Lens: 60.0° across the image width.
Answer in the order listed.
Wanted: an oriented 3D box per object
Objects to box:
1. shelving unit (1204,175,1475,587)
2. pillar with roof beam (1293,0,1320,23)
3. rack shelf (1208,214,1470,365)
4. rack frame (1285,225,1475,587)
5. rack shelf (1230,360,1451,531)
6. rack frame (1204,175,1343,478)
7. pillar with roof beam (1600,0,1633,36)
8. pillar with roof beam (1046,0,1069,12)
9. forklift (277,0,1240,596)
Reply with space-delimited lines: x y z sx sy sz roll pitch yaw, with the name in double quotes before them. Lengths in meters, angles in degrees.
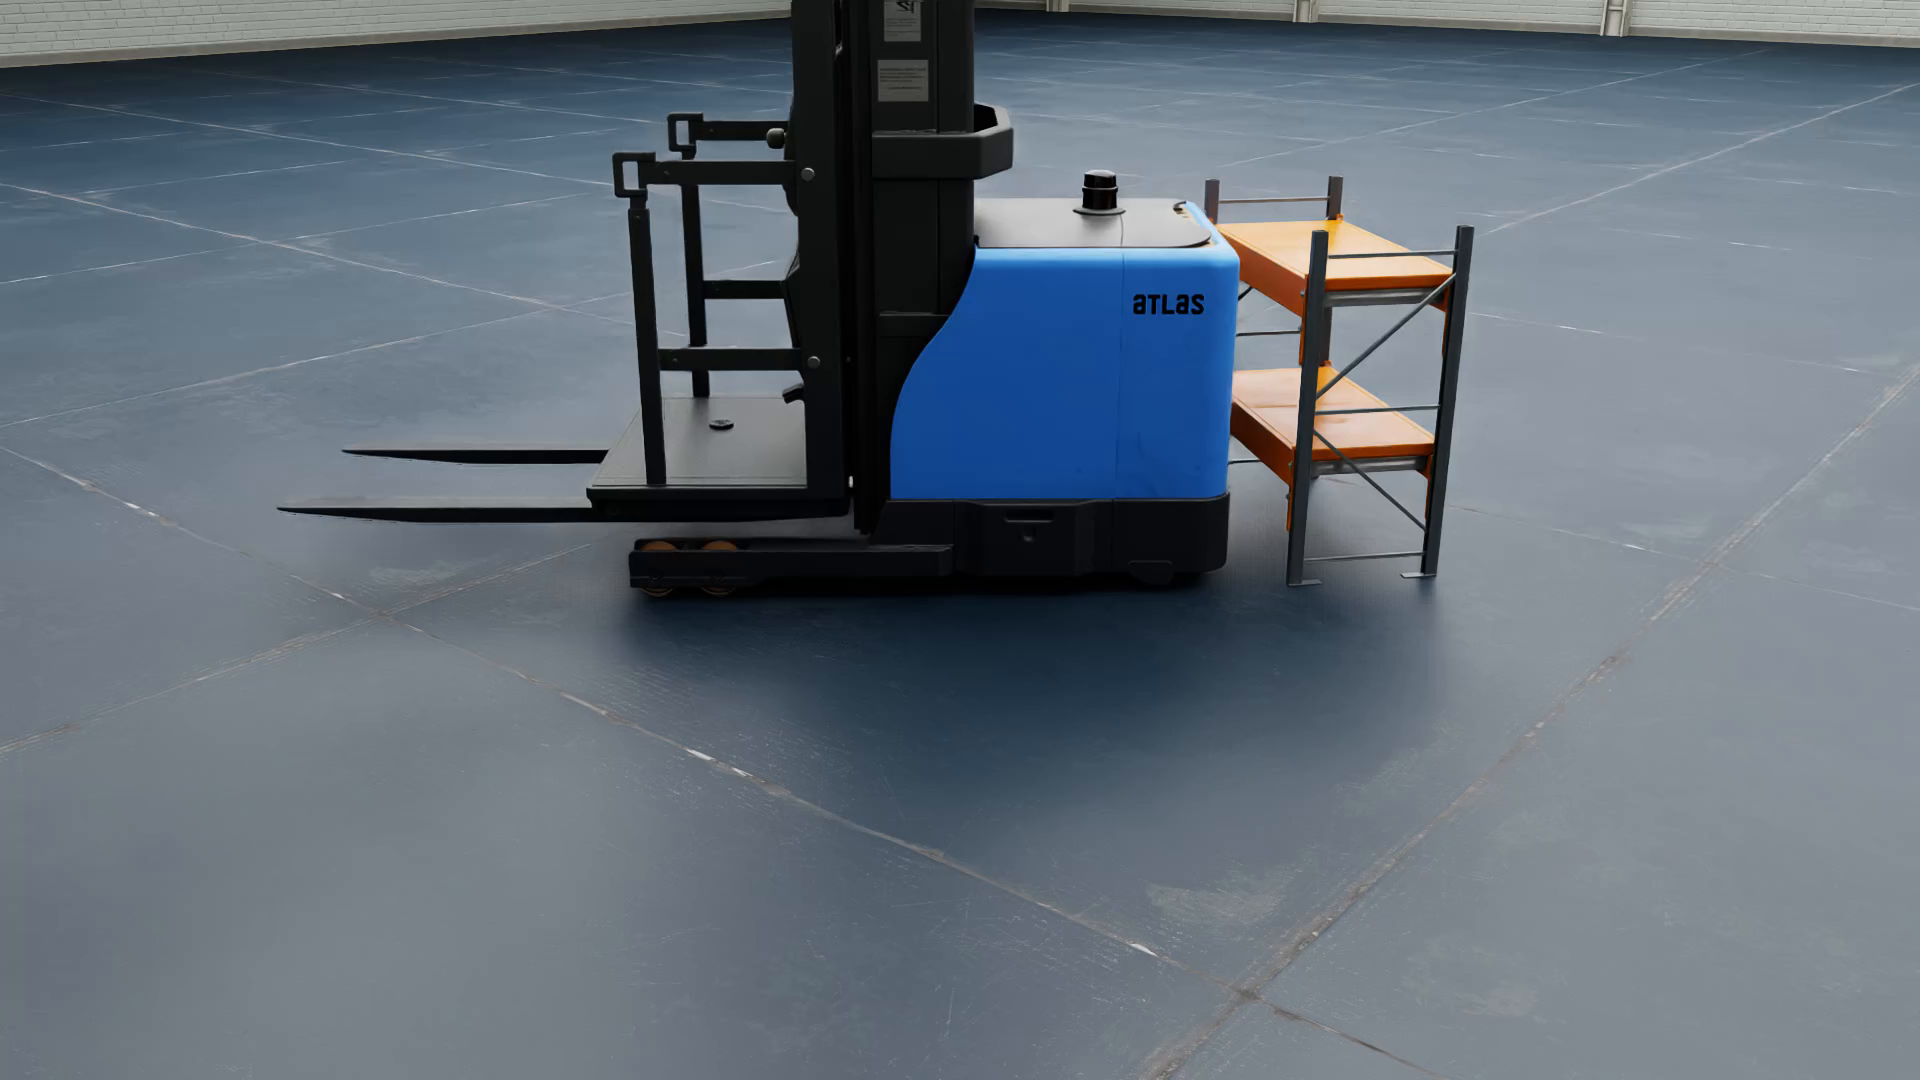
"shelving unit" 1.199 -0.575 5.599 0.538 1.125 1.048 -4 21 -9
"pillar with roof beam" 4.050 -13.186 27.881 0.400 9.000 9.100 16 26 36
"rack shelf" 1.199 -0.849 5.496 0.538 0.278 1.000 -4 21 -9
"rack frame" 1.286 -0.398 5.130 0.500 1.125 0.032 -4 21 -9
"rack shelf" 1.199 -0.346 5.685 0.538 0.278 1.000 -4 21 -9
"rack frame" 1.111 -0.752 6.067 0.500 1.125 0.032 -4 21 -9
"pillar with roof beam" 8.699 -11.847 24.331 0.400 9.000 9.100 16 26 36
"pillar with roof beam" -0.598 -14.524 31.430 0.400 9.000 9.100 16 26 36
"forklift" -0.670 -1.385 5.187 3.031 2.935 1.130 0 21 0
